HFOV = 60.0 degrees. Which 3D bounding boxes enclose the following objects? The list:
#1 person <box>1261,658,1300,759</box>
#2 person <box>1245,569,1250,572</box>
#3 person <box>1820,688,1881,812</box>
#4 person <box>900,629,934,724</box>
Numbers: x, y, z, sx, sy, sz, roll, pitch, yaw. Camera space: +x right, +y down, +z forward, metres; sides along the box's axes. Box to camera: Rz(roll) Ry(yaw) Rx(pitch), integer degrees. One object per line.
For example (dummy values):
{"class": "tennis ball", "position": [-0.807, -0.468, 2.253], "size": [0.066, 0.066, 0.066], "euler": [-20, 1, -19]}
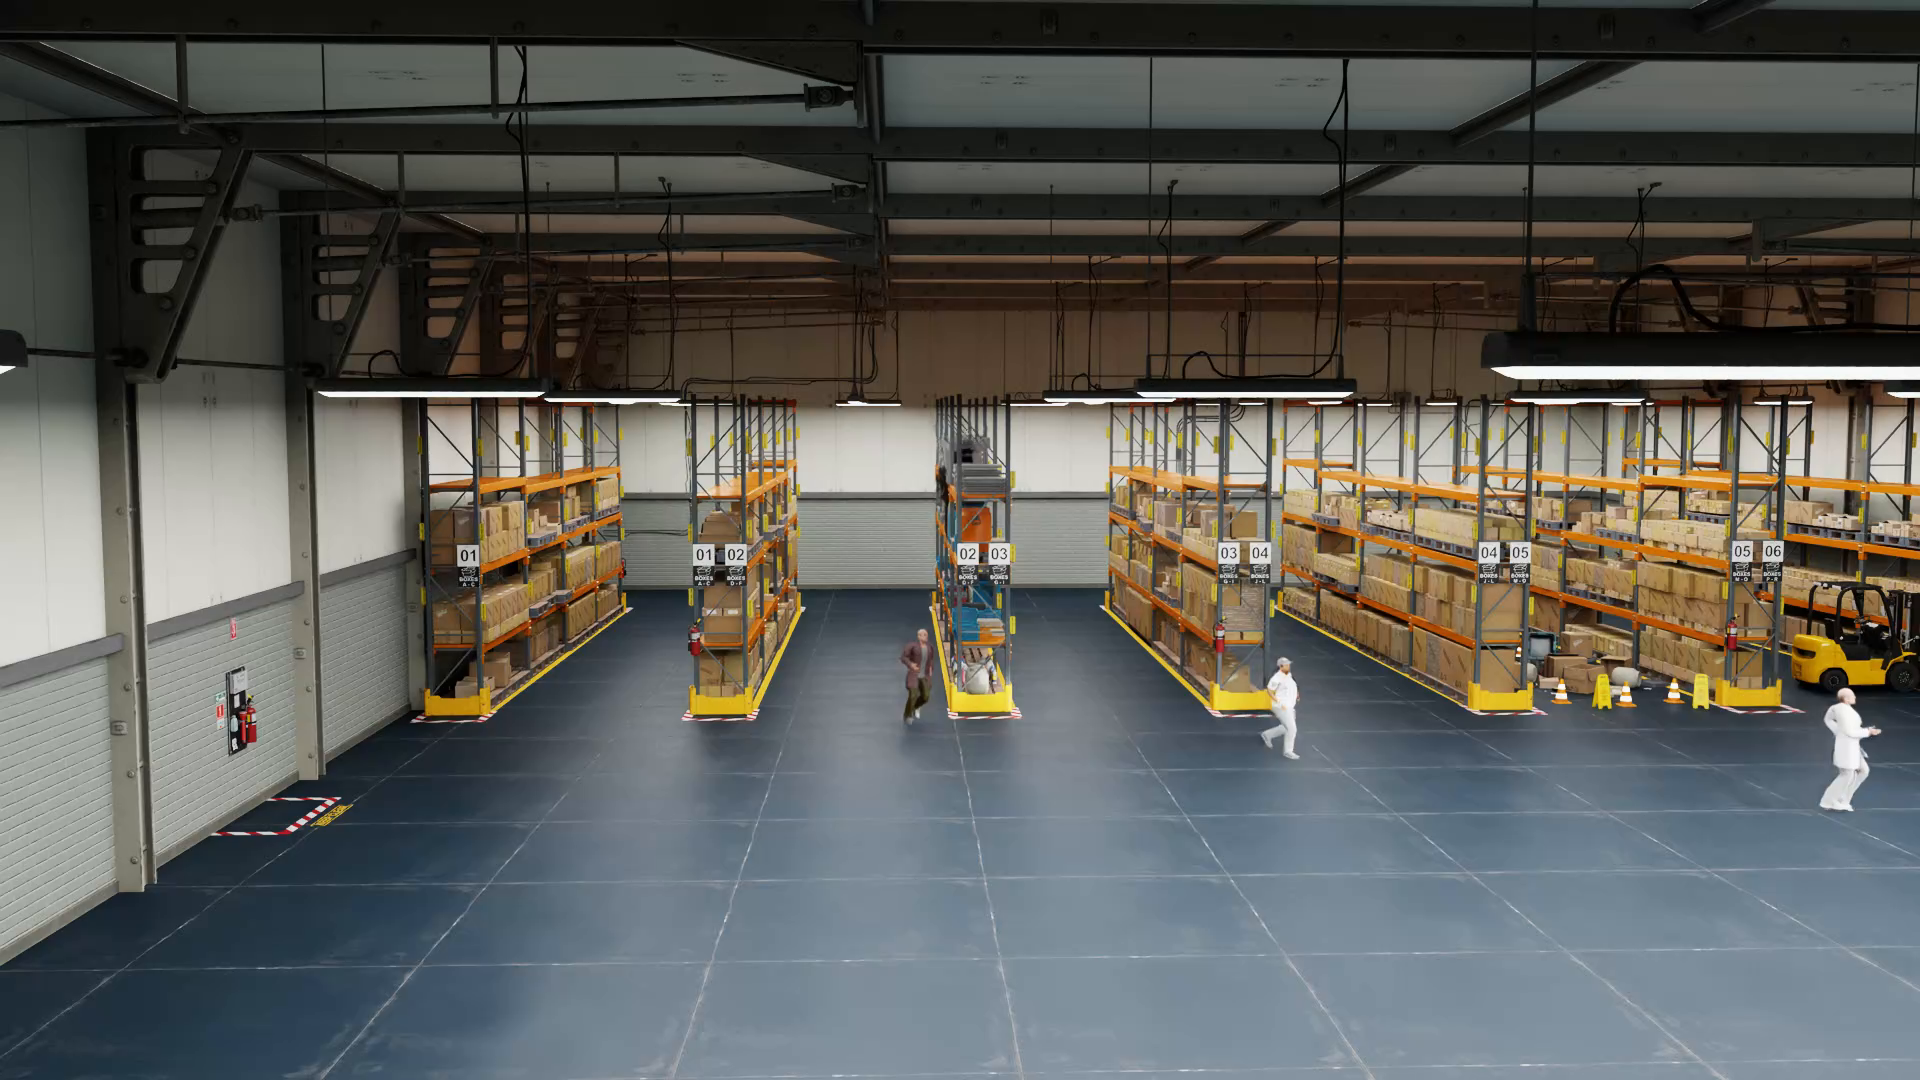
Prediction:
{"class": "person", "position": [5.310, 2.758, 27.440], "size": [0.672, 1.660, 0.602], "euler": [3, 5, 34]}
{"class": "person", "position": [7.858, 1.177, 47.297], "size": [0.753, 1.649, 0.544], "euler": [2, 5, 27]}
{"class": "person", "position": [12.622, 2.993, 23.578], "size": [0.724, 1.797, 0.688], "euler": [2, 5, 24]}
{"class": "person", "position": [-0.729, 2.484, 30.450], "size": [0.714, 1.703, 0.614], "euler": [-2, 5, -24]}
